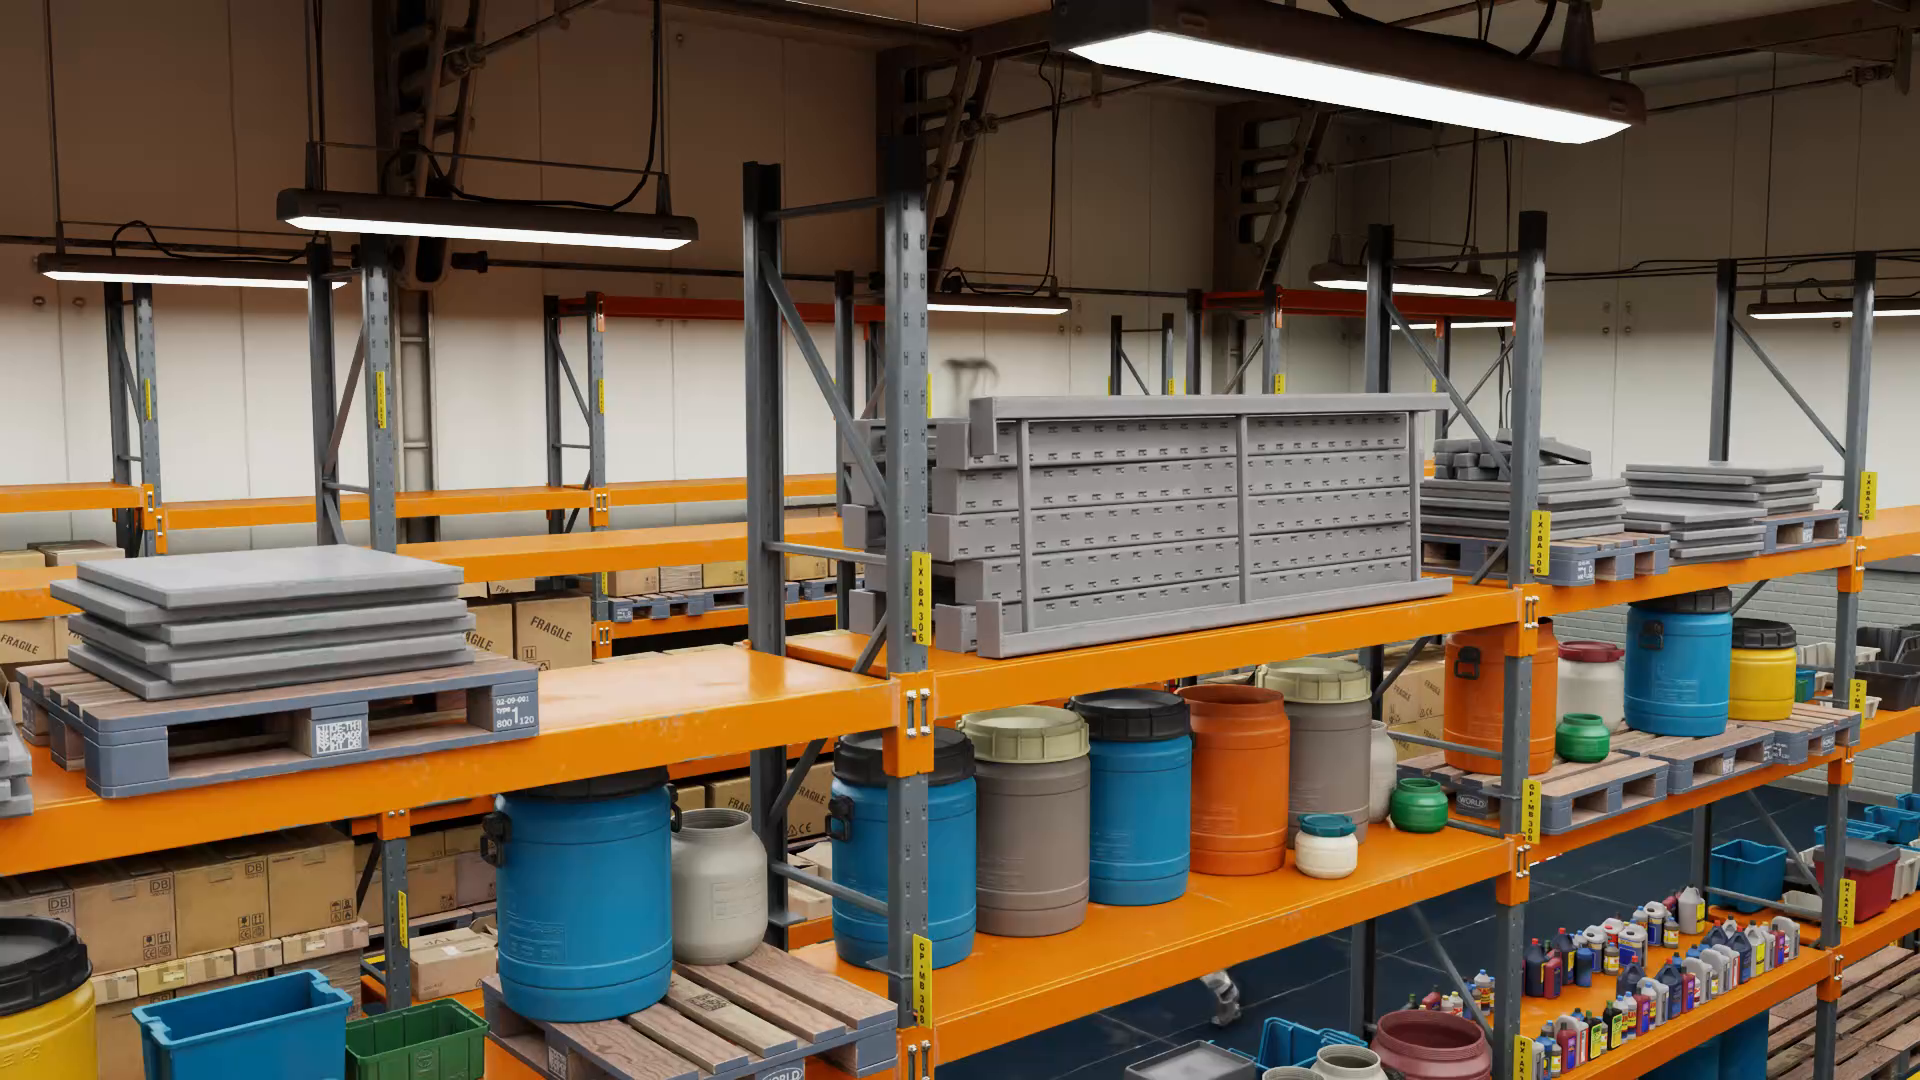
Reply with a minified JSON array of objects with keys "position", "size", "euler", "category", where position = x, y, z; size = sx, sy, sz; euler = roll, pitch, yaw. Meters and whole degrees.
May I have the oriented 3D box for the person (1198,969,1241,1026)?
[{"position":[2.017,3.031,13.064],"size":[0.773,1.738,0.690],"euler":[-5,7,-41],"category":"person"}]
